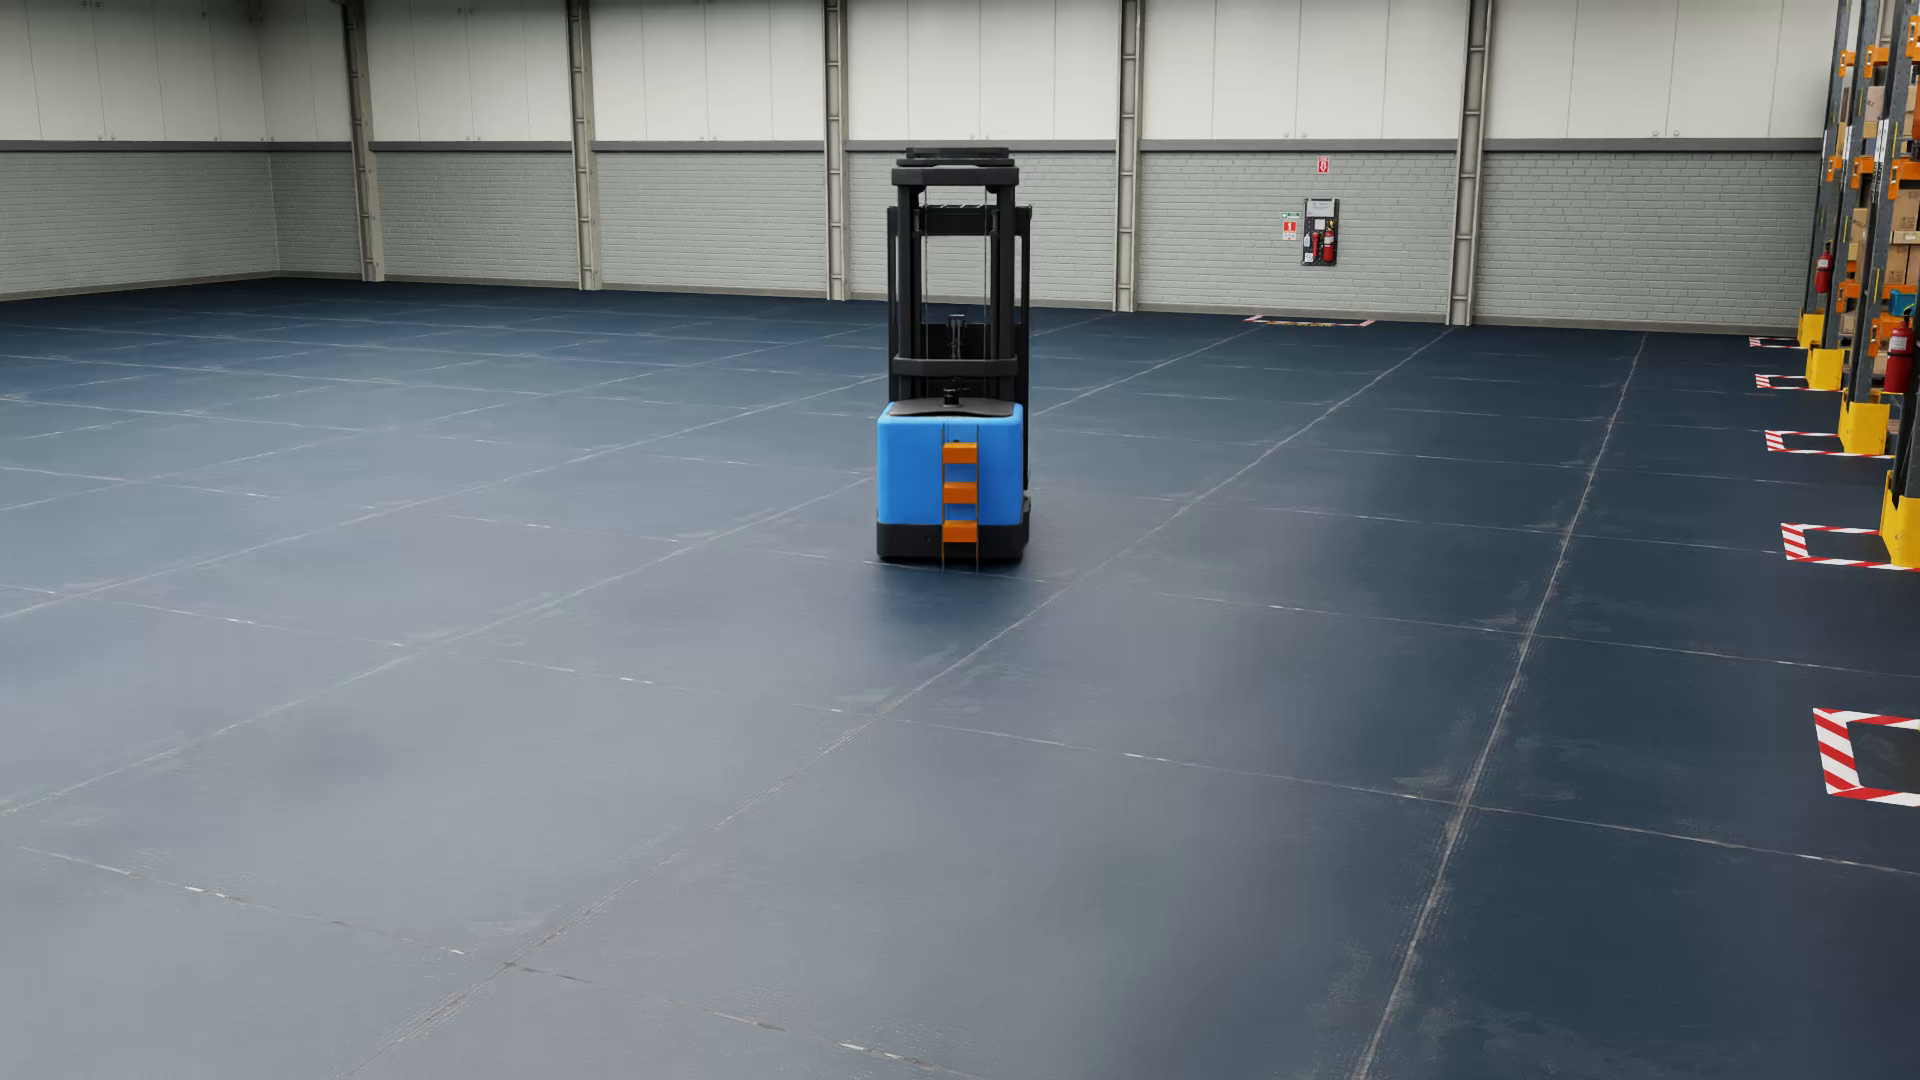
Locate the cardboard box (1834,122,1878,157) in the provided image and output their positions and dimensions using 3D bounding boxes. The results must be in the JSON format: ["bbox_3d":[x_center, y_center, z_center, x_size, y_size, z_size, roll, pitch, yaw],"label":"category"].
[{"bbox_3d":[13.255,-5.925,24.612,0.500,0.500,0.500,6,15,25],"label":"cardboard box"}]

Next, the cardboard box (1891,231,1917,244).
[{"bbox_3d":[11.561,-3.714,20.378,0.250,0.149,0.380,5,14,22],"label":"cardboard box"}]

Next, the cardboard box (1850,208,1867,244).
[{"bbox_3d":[13.365,-4.685,24.796,0.500,0.500,0.500,6,14,23],"label":"cardboard box"}]

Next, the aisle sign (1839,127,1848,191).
[{"bbox_3d":[11.106,-4.788,20.902,0.004,0.787,0.394,6,14,23],"label":"aisle sign"}]

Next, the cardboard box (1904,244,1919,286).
[{"bbox_3d":[11.951,-3.410,20.502,0.500,0.500,0.700,6,15,25],"label":"cardboard box"}]

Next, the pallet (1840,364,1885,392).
[{"bbox_3d":[11.763,-2.035,20.966,1.213,0.211,1.003,6,14,23],"label":"pallet"}]

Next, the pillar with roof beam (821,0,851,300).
[{"bbox_3d":[-4.161,-8.293,28.397,0.400,9.000,9.100,6,14,23],"label":"pillar with roof beam"}]

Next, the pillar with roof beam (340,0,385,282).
[{"bbox_3d":[-15.132,-9.403,33.129,0.400,9.000,9.100,6,14,23],"label":"pillar with roof beam"}]

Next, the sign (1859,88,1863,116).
[{"bbox_3d":[10.817,-5.264,19.968,0.005,0.325,0.100,6,14,23],"label":"sign"}]

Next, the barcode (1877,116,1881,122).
[{"bbox_3d":[11.518,-5.270,20.813,0.075,0.075,0.001,6,14,23],"label":"barcode"}]

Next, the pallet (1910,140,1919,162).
[{"bbox_3d":[9.754,-3.692,15.770,1.213,0.211,1.003,6,14,23],"label":"pallet"}]

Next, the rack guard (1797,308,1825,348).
[{"bbox_3d":[13.120,-3.266,25.578,0.348,0.500,1.175,6,14,23],"label":"rack guard"}]

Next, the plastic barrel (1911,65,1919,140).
[{"bbox_3d":[9.533,-4.276,15.986,0.708,0.830,0.600,6,14,23],"label":"plastic barrel"}]

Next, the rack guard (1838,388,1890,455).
[{"bbox_3d":[9.126,-1.206,16.802,0.348,0.500,1.175,6,14,23],"label":"rack guard"}]

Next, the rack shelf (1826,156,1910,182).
[{"bbox_3d":[14.879,-5.415,24.273,4.000,0.370,1.077,6,14,23],"label":"rack shelf"}]

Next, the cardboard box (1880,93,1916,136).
[{"bbox_3d":[11.571,-5.184,20.263,0.637,0.503,0.797,7,15,27],"label":"cardboard box"}]

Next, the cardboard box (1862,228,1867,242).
[{"bbox_3d":[11.474,-3.824,20.845,0.250,0.149,0.380,6,14,22],"label":"cardboard box"}]

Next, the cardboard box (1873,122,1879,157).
[{"bbox_3d":[13.534,-6.023,25.027,0.500,0.500,0.500,7,15,27],"label":"cardboard box"}]

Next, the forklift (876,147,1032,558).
[{"bbox_3d":[0.005,-1.577,13.059,1.130,2.935,3.031,1,13,3],"label":"forklift"}]

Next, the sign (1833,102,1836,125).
[{"bbox_3d":[12.830,-6.262,24.397,0.005,0.325,0.100,6,14,23],"label":"sign"}]

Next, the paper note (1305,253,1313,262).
[{"bbox_3d":[6.177,-4.999,29.423,0.142,0.148,0.016,6,14,23],"label":"paper note"}]

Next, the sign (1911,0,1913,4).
[{"bbox_3d":[8.810,-5.125,15.355,0.005,0.325,0.100,6,14,23],"label":"sign"}]

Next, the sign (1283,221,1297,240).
[{"bbox_3d":[5.847,-5.488,29.497,0.234,0.329,0.001,6,14,23],"label":"sign"}]

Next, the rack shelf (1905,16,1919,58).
[{"bbox_3d":[10.866,-4.611,15.158,4.000,0.370,1.077,6,14,23],"label":"rack shelf"}]

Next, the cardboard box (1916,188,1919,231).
[{"bbox_3d":[12.000,-4.037,20.333,0.500,0.500,0.700,5,14,22],"label":"cardboard box"}]

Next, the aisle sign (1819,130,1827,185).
[{"bbox_3d":[12.863,-5.699,24.787,0.004,0.787,0.394,6,14,23],"label":"aisle sign"}]

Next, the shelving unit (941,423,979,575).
[{"bbox_3d":[0.002,-0.287,11.679,0.252,1.050,0.215,1,13,3],"label":"shelving unit"}]

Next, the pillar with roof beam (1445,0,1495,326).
[{"bbox_3d":[6.811,-7.182,23.665,0.400,9.000,9.100,6,14,23],"label":"pillar with roof beam"}]

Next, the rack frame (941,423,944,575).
[{"bbox_3d":[-0.120,-0.288,11.685,0.008,1.050,0.200,1,13,3],"label":"rack frame"}]

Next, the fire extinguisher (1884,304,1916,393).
[{"bbox_3d":[7.113,-1.455,12.559,0.183,0.674,0.296,6,14,23],"label":"fire extinguisher"}]

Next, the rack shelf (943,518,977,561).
[{"bbox_3d":[0.002,-0.006,11.745,0.240,0.259,0.215,1,13,3],"label":"rack shelf"}]

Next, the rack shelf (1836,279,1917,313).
[{"bbox_3d":[12.876,-2.919,20.205,4.000,0.370,1.077,6,14,23],"label":"rack shelf"}]

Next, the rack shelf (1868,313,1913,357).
[{"bbox_3d":[10.866,-1.885,15.798,4.000,0.370,1.077,6,14,23],"label":"rack shelf"}]

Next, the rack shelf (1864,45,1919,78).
[{"bbox_3d":[12.876,-5.645,19.566,4.000,0.370,1.077,6,14,23],"label":"rack shelf"}]

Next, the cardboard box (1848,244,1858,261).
[{"bbox_3d":[13.368,-4.315,24.862,0.500,0.250,0.500,5,14,22],"label":"cardboard box"}]

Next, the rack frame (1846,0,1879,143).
[{"bbox_3d":[11.047,-6.375,20.226,0.127,3.000,1.000,6,14,23],"label":"rack frame"}]

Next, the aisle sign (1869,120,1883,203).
[{"bbox_3d":[9.092,-3.755,16.500,0.004,0.787,0.394,6,14,23],"label":"aisle sign"}]

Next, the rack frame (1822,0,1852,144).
[{"bbox_3d":[13.050,-7.410,24.637,0.127,3.000,1.000,6,14,23],"label":"rack frame"}]

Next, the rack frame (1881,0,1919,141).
[{"bbox_3d":[9.037,-5.341,15.819,0.127,3.000,1.000,6,14,23],"label":"rack frame"}]

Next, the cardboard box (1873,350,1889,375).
[{"bbox_3d":[11.447,-2.224,20.768,0.500,0.250,0.500,6,14,23],"label":"cardboard box"}]
